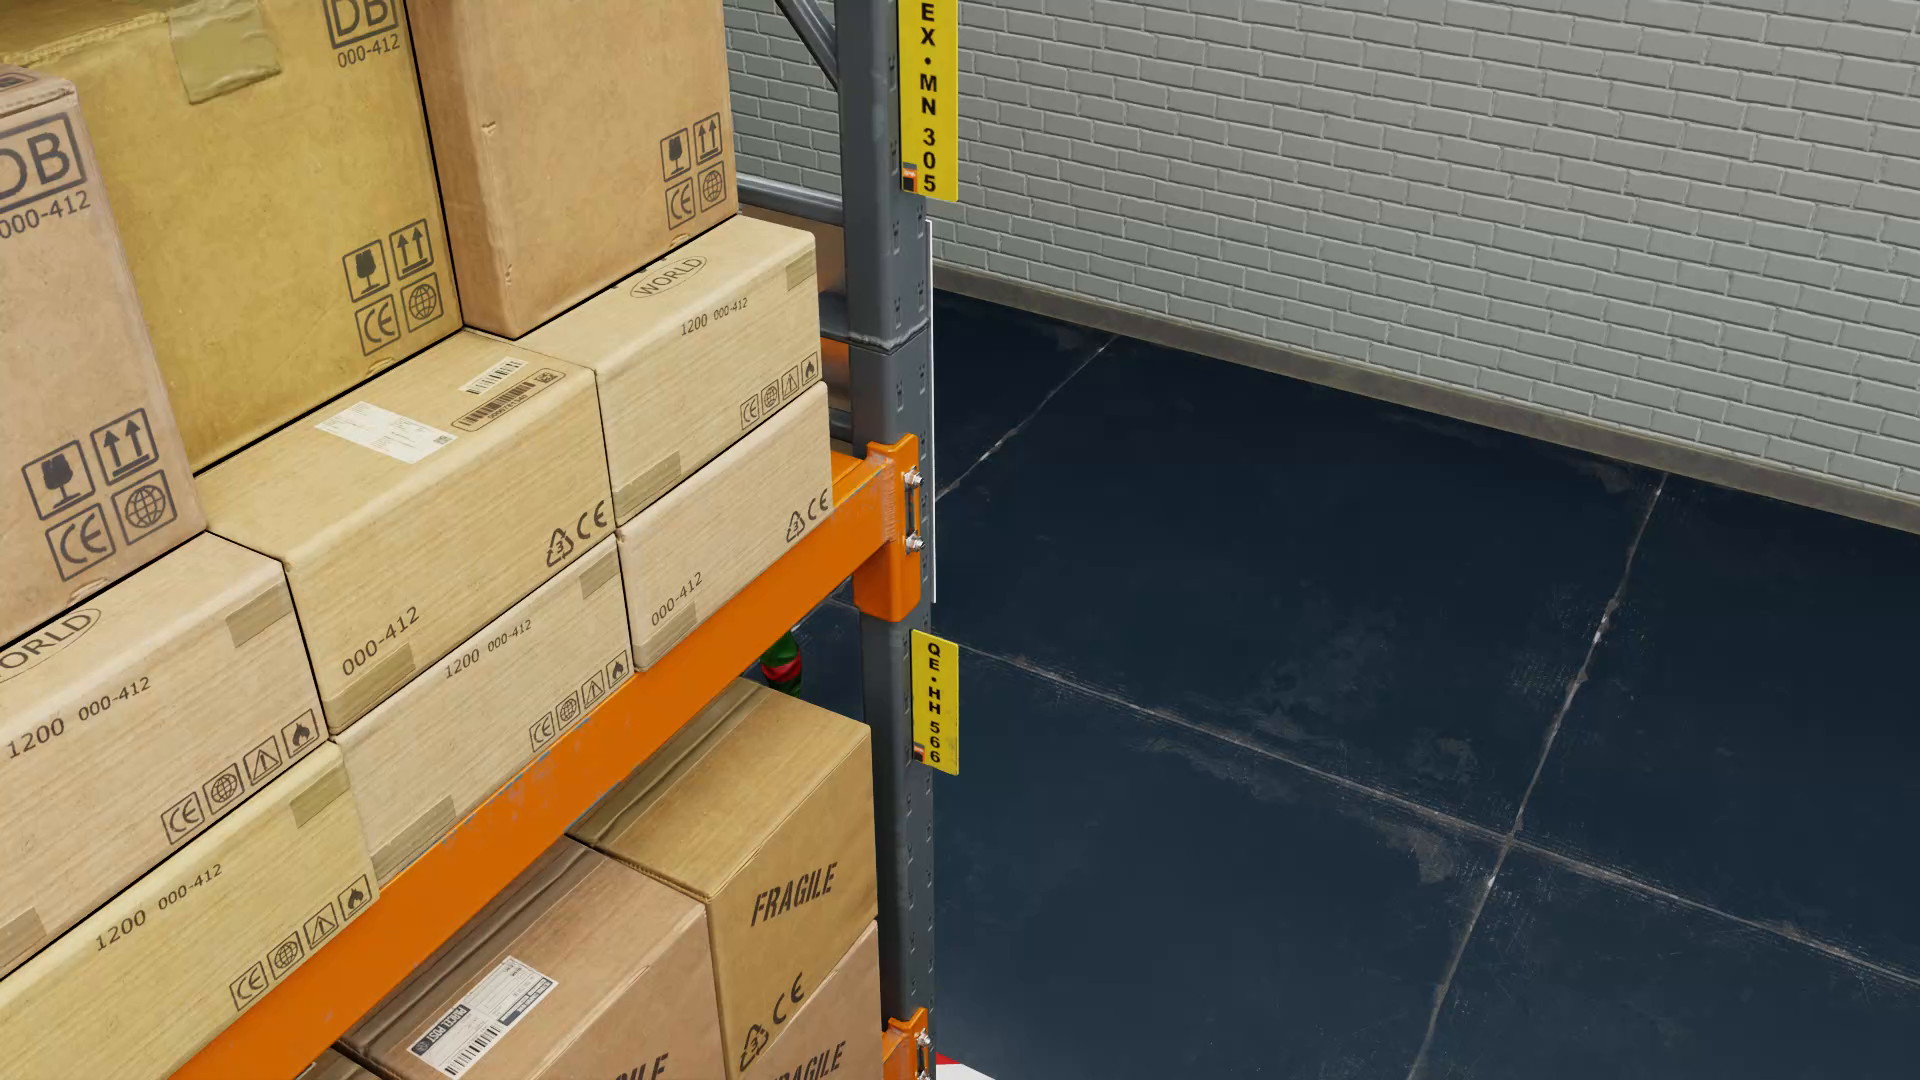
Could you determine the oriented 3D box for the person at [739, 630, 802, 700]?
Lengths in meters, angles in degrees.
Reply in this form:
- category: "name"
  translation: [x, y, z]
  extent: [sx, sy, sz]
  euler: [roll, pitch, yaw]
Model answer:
- category: "person"
  translation: [-0.819, -0.039, 6.136]
  extent: [0.581, 1.719, 0.449]
  euler: [18, 38, 24]
